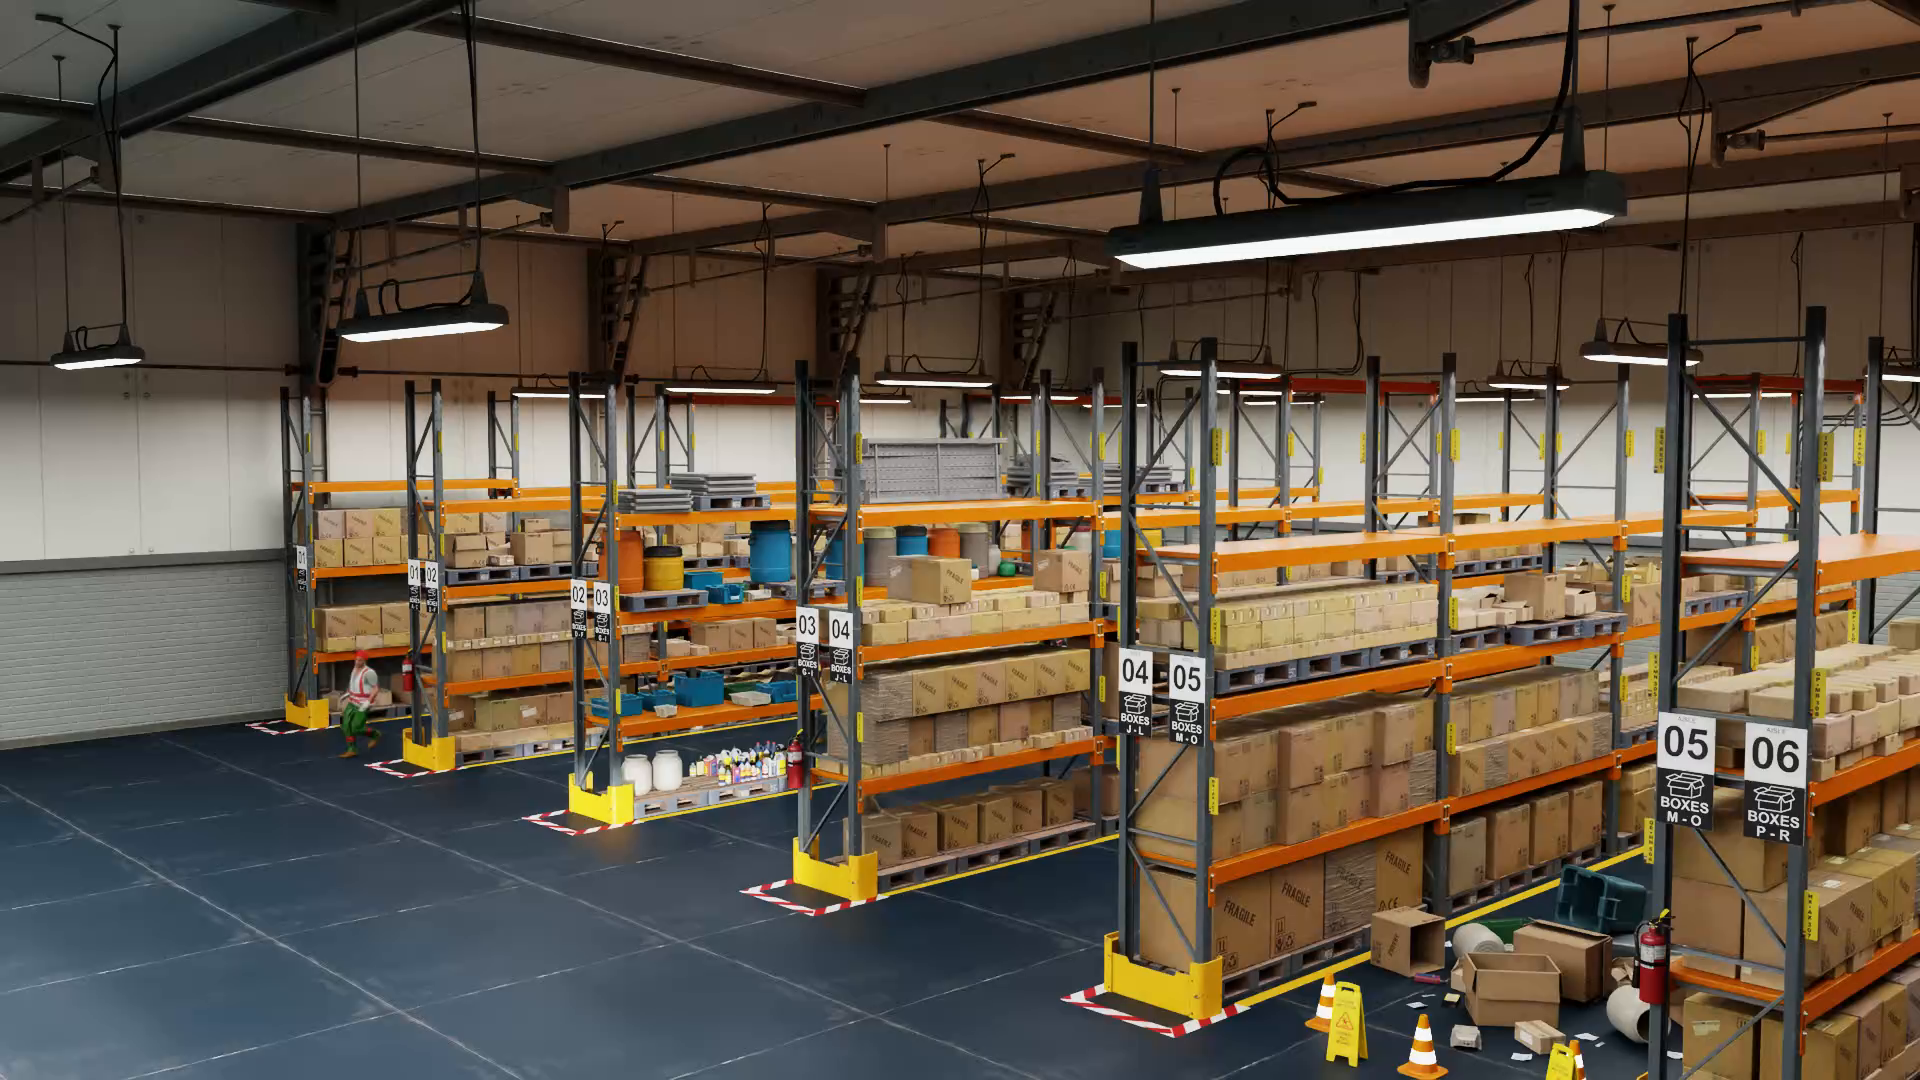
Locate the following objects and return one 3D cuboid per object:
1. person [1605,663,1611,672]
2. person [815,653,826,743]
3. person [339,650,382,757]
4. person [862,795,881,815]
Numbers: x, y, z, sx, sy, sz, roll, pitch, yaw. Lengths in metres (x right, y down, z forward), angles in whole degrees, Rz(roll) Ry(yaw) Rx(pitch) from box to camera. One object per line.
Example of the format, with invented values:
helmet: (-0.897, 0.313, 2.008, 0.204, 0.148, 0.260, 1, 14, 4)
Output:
person: (9.934, 2.742, 25.302, 0.699, 1.611, 0.683, -2, 4, -34)
person: (-2.451, 2.528, 27.666, 0.692, 1.723, 0.607, 3, 5, 37)
person: (-9.546, 2.607, 26.588, 0.696, 1.729, 0.605, 2, 4, 32)
person: (-1.216, 2.943, 21.122, 0.648, 1.775, 0.851, 3, 5, 42)
